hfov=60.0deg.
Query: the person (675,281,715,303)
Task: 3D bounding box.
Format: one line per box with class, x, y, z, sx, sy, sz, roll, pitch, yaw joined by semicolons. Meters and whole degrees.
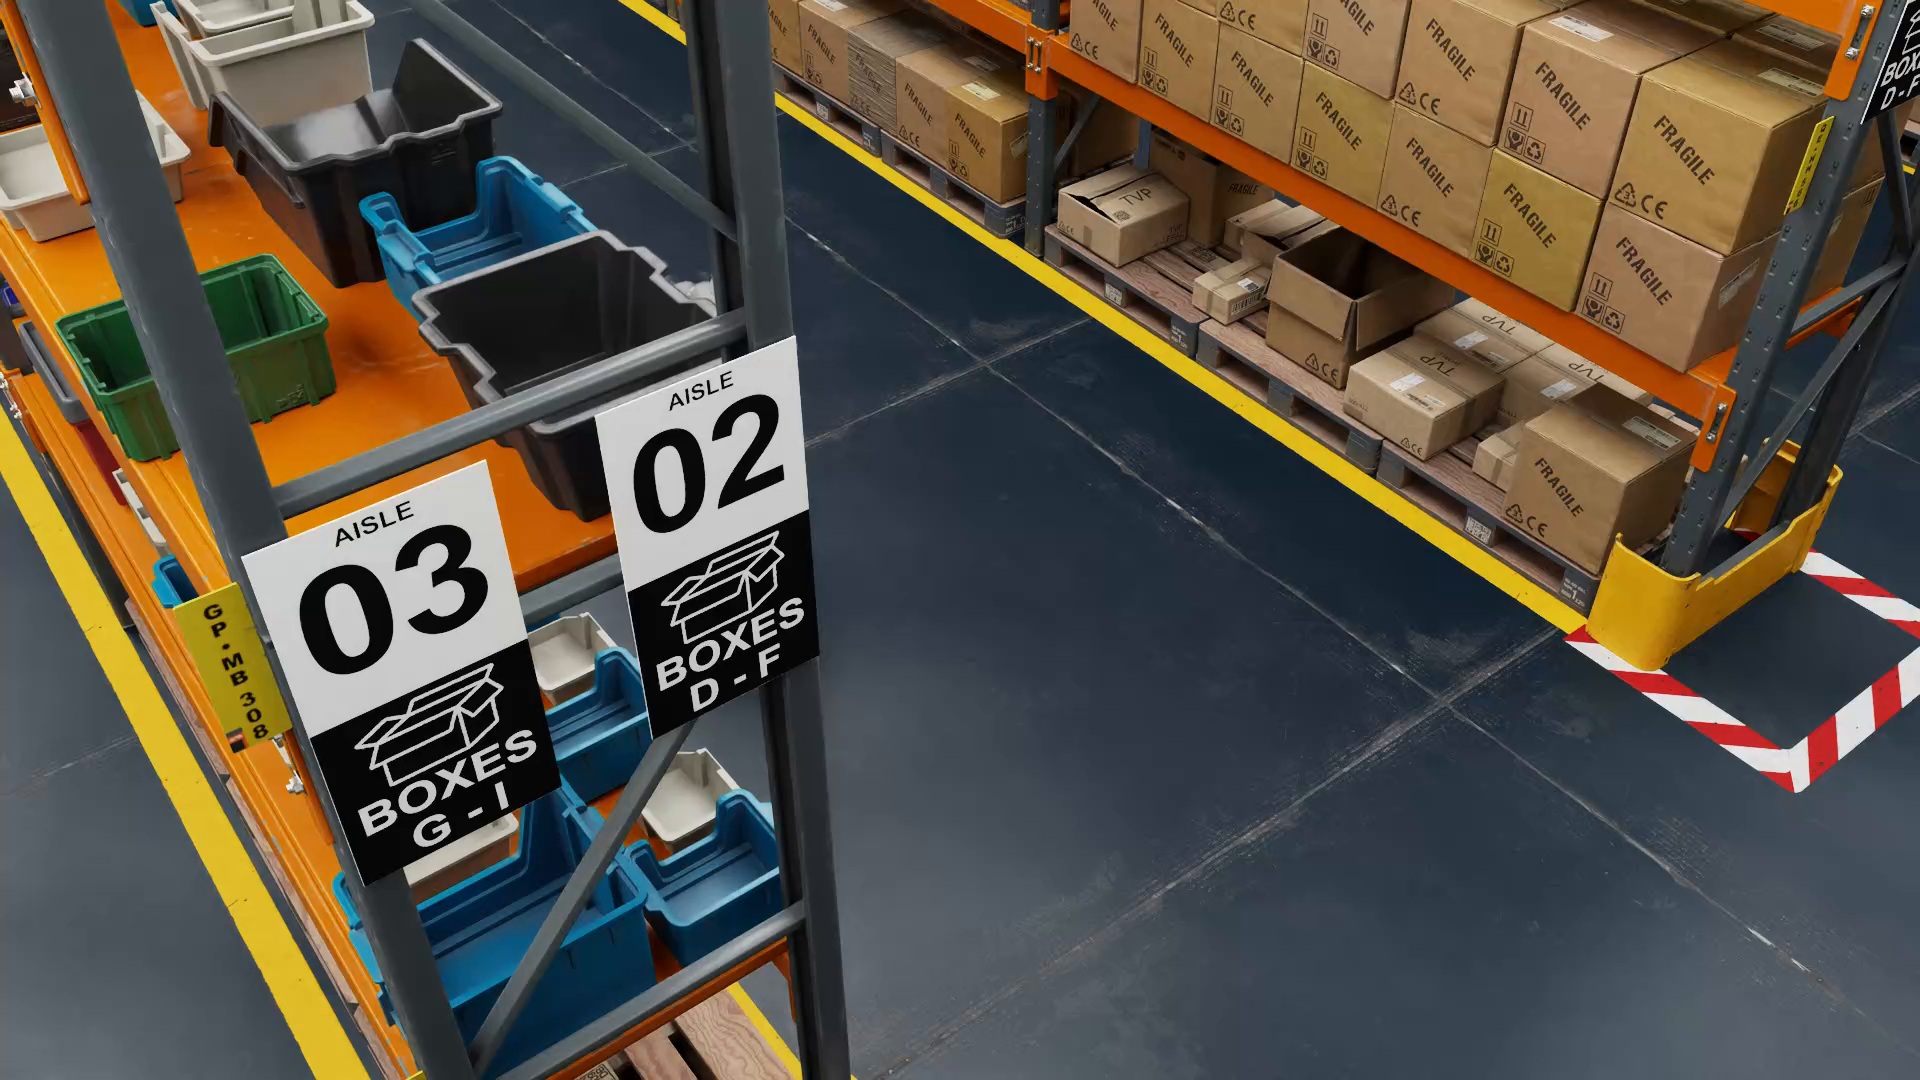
person;-0.971;-0.356;6.578;0.453;1.653;0.534;-26;47;-27
